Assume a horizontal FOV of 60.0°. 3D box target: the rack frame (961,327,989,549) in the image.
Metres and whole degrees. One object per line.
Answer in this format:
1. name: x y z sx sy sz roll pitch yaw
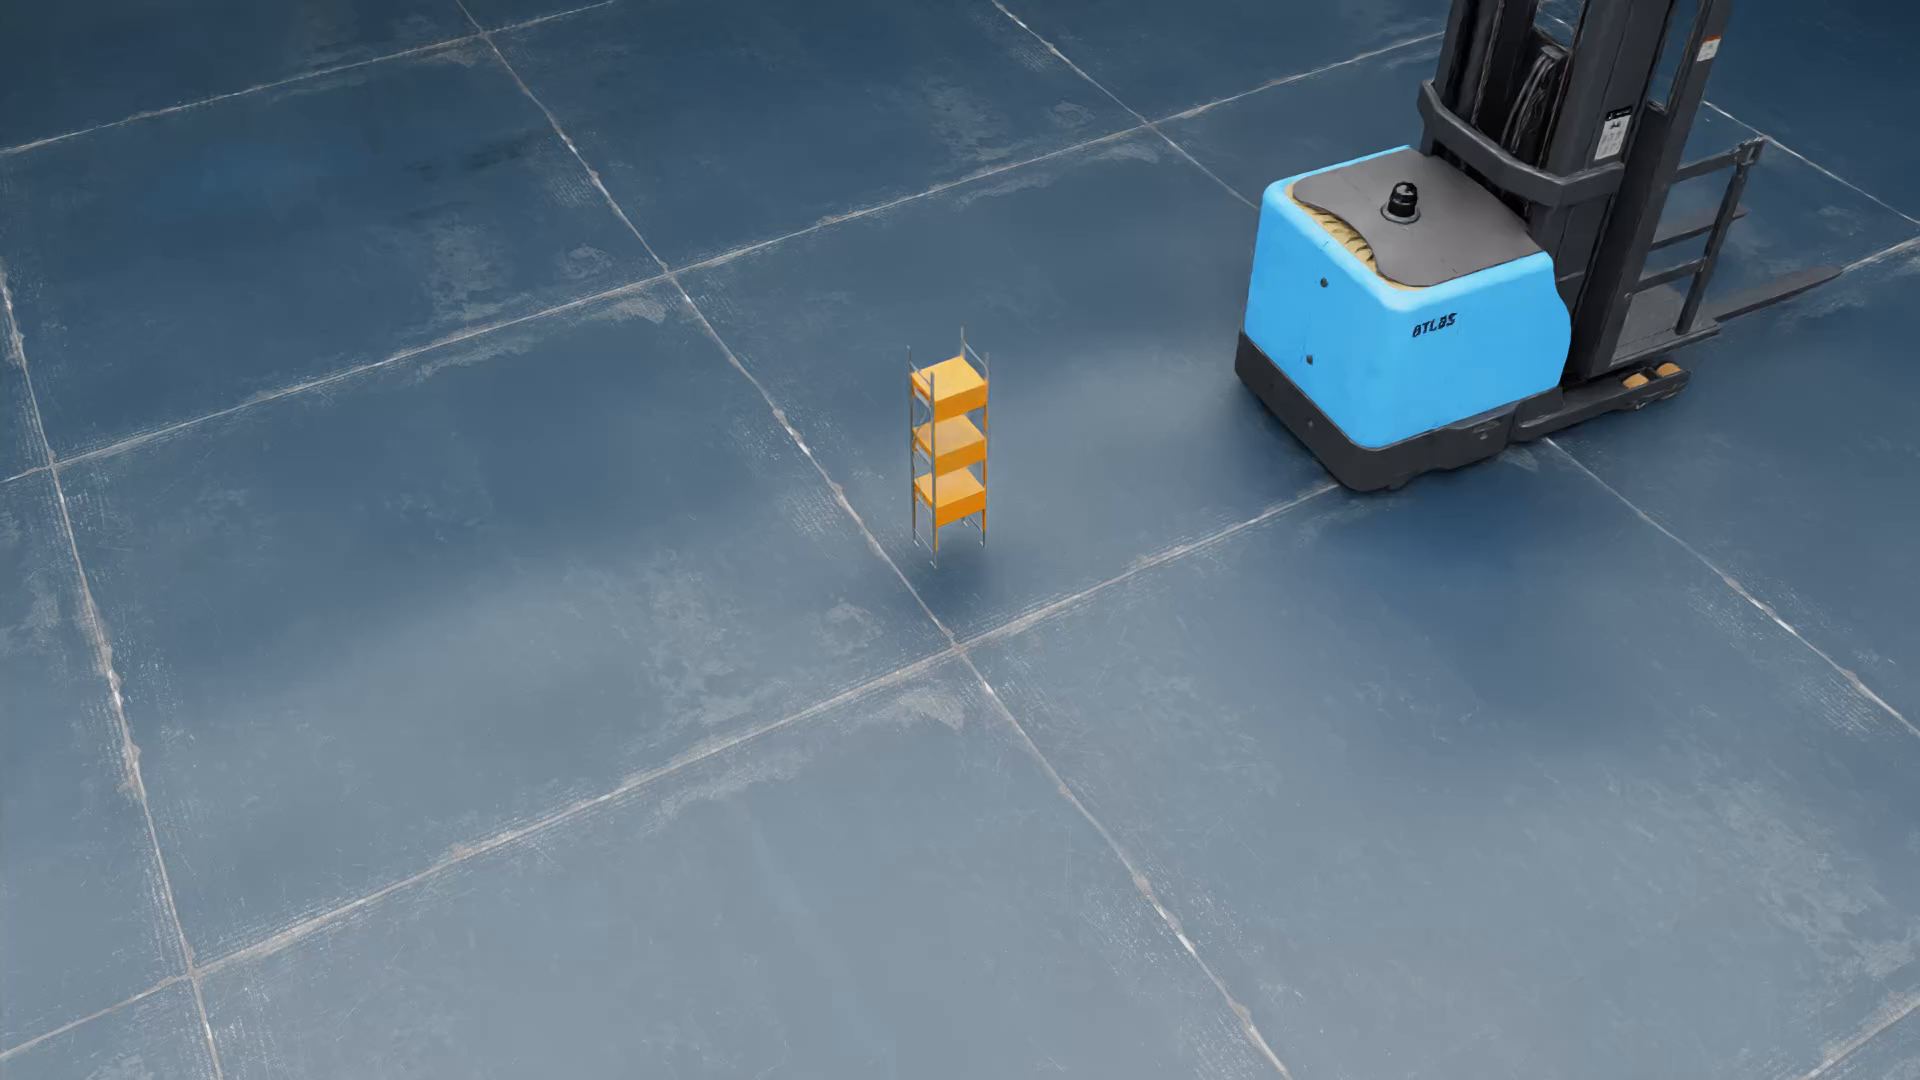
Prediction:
1. rack frame: 0.059 -0.401 6.838 0.008 1.050 0.200 -22 48 -21

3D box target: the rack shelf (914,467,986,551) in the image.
1. rack shelf: -0.046 -0.151 6.996 0.240 0.259 0.215 -22 48 -21

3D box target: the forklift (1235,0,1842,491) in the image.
1. forklift: 2.863 -1.976 7.111 3.031 2.935 1.130 -19 47 -18

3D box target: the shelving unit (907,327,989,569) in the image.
1. shelving unit: -0.046 -0.358 6.795 0.252 1.050 0.215 -22 48 -21

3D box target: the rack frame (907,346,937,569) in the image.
1. rack frame: -0.152 -0.316 6.751 0.008 1.050 0.200 -22 48 -21

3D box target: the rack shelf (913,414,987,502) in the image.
1. rack shelf: -0.046 -0.351 6.802 0.240 0.259 0.215 -22 48 -21

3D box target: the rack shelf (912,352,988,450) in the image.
1. rack shelf: -0.046 -0.554 6.604 0.240 0.259 0.215 -22 48 -21
